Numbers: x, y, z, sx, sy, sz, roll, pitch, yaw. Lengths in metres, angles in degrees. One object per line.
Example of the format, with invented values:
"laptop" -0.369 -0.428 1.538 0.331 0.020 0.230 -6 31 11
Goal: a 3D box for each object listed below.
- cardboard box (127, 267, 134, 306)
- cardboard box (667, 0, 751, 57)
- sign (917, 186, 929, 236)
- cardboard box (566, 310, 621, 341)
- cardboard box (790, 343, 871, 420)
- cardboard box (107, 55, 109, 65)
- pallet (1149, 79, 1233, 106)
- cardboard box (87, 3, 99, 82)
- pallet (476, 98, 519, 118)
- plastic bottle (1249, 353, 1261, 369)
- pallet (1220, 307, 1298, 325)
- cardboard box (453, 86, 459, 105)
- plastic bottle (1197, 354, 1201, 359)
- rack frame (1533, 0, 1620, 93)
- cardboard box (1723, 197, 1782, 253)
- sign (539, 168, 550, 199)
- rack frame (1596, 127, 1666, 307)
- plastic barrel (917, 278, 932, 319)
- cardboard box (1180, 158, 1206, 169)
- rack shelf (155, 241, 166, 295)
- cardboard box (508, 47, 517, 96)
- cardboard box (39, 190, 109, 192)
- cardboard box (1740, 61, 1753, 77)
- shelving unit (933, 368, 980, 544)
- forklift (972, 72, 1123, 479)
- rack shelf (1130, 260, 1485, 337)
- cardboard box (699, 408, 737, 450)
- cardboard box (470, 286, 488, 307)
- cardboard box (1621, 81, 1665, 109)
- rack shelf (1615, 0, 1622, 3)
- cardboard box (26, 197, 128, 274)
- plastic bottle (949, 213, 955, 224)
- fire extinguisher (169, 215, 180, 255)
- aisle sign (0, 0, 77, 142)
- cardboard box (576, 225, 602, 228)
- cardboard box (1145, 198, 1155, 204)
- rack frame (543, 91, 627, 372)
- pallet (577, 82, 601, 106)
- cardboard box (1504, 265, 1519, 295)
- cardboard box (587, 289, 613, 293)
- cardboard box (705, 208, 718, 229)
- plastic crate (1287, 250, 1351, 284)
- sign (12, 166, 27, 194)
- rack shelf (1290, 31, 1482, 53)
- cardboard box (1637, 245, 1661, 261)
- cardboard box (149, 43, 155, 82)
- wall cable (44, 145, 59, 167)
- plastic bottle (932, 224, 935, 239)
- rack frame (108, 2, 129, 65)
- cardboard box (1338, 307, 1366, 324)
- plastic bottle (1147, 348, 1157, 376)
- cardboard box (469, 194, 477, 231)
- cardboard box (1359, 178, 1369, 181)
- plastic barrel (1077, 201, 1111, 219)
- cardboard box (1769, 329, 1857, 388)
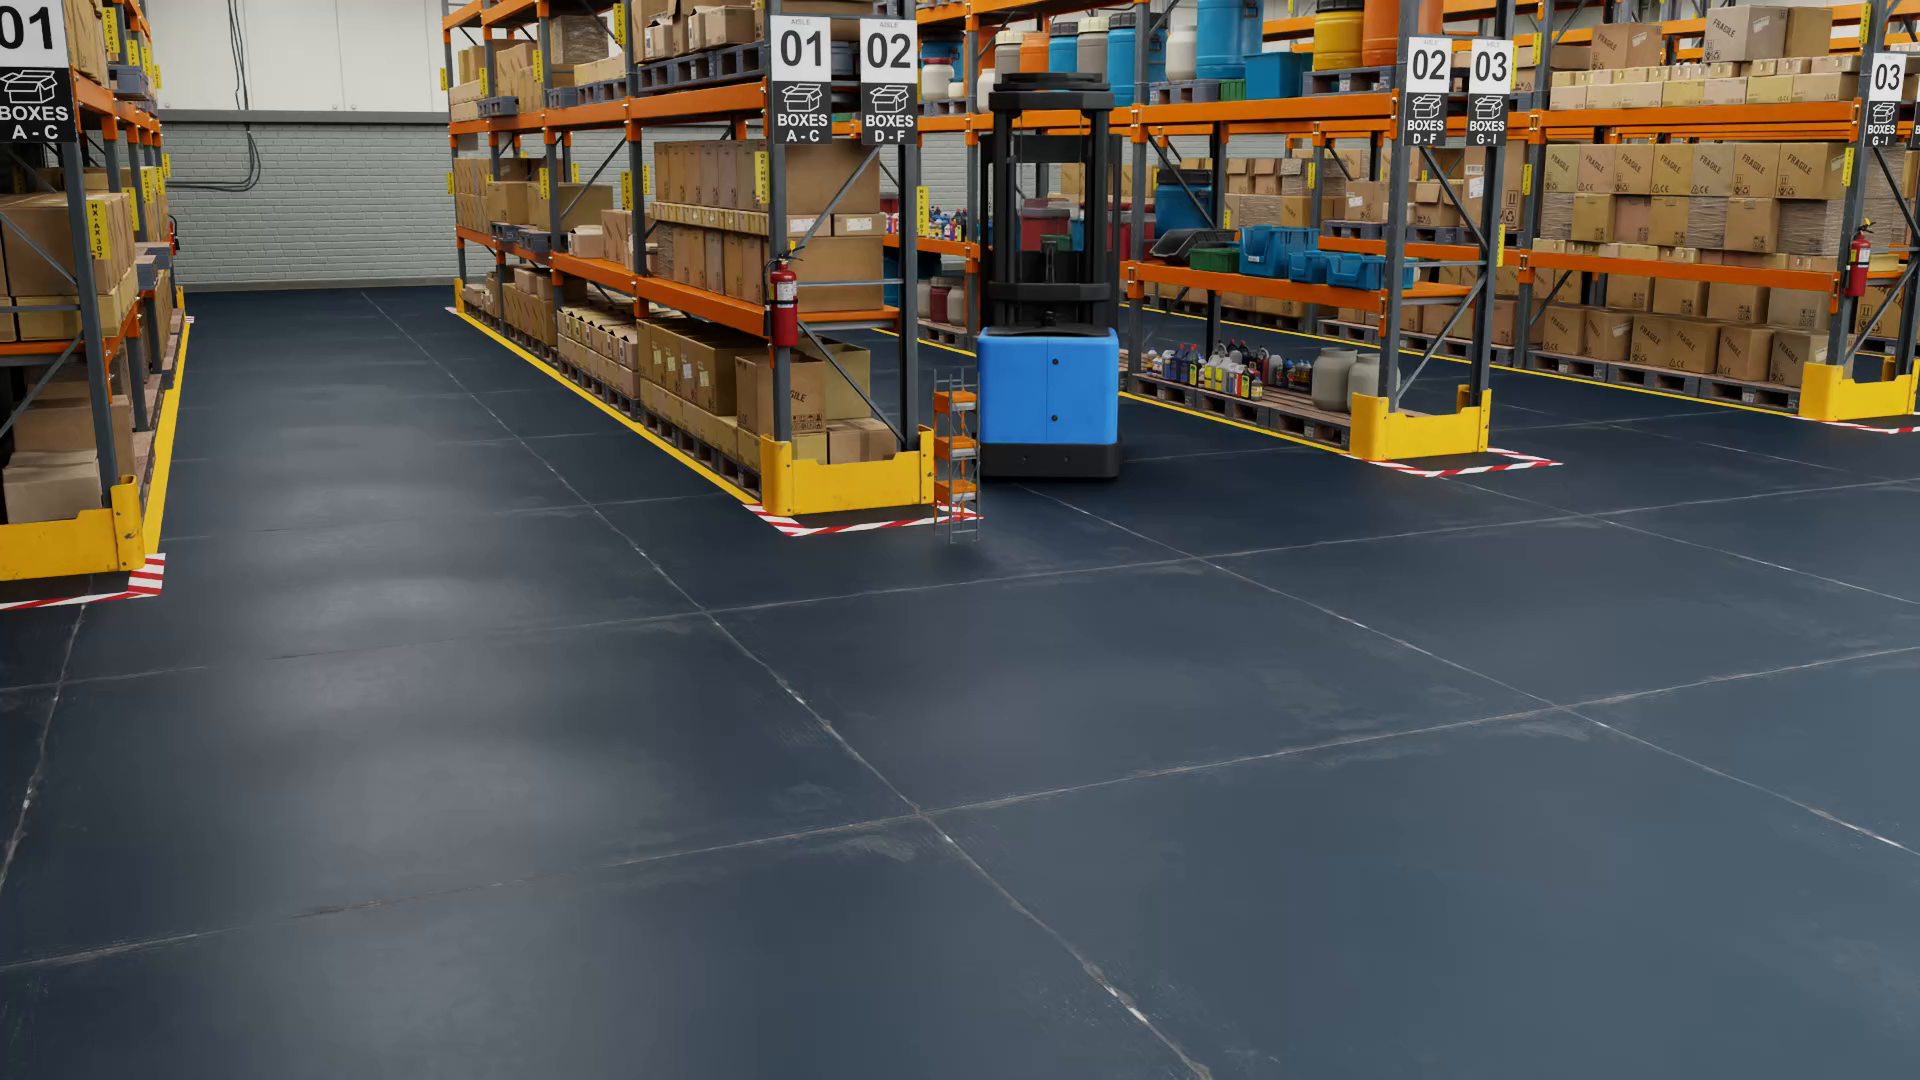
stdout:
"cardboard box" -6.033 -1.746 11.548 0.500 0.250 0.500 -6 14 -23
"cardboard box" -1.827 -3.967 12.733 0.797 0.503 0.637 -4 14 -17
"sign" -0.258 -2.217 11.199 0.100 0.325 0.005 -6 14 -23
"cardboard box" -3.815 -2.256 17.388 0.500 0.311 0.500 -6 14 -24
"cardboard box" -0.982 -1.172 12.284 0.500 0.500 0.500 -6 14 -23
"cardboard box" -8.754 -4.730 16.303 0.700 0.500 0.500 -7 15 -27
"pallet" 2.548 -4.210 15.672 1.213 0.211 1.003 -6 14 -23
"cardboard box" -5.839 -3.201 10.628 0.500 0.500 0.500 -5 14 -19
"pallet" -5.379 -5.415 20.880 1.213 0.211 1.003 -6 14 -23
"plastic bottle" 2.814 -1.643 15.867 0.061 0.283 0.133 -6 14 -23
"pallet" 4.373 -3.317 24.234 1.003 0.211 1.213 -6 14 -23
"cardboard box" -7.017 -6.411 23.990 0.500 0.250 0.500 -6 14 -23
"plastic bottle" 2.281 -1.642 15.888 0.097 0.271 0.097 0 13 0
"rack frame" 6.707 -6.351 17.852 1.000 3.000 0.127 -6 14 -23
"cardboard box" 7.804 -3.004 15.814 0.875 0.500 0.500 -6 14 -23
"sign" -4.467 -3.835 17.894 0.100 0.325 0.005 -6 14 -23
"rack frame" 9.690 -4.681 23.944 1.000 3.000 0.127 -6 14 -23
"plastic barrel" -0.405 -3.241 22.306 0.421 0.512 0.421 0 13 0
"cardboard box" 3.766 -5.487 24.978 0.797 0.503 0.637 -6 14 -24
"rack shelf" -9.312 -2.975 18.166 1.077 0.370 4.000 -6 14 -23
"cardboard box" -5.153 -5.703 20.332 0.600 0.600 0.600 -6 14 -24
"cardboard box" -8.065 -2.966 15.335 0.700 0.500 0.500 -7 15 -28
"cardboard box" 7.598 -4.436 15.681 0.380 0.149 0.250 -5 14 -22
"shelving unit" -0.021 -0.523 10.299 0.215 1.050 0.252 -6 14 -23
"forklift" 0.713 -2.155 13.180 1.130 2.935 3.031 1 13 3
"rack shelf" 2.970 -2.217 14.891 1.077 0.370 4.000 -6 14 -23
"cardboard box" -1.668 -0.862 12.608 0.500 0.250 0.500 -6 14 -23
"cardboard box" -6.820 -3.543 24.149 0.500 0.250 0.500 -6 14 -23
"cardboard box" 7.059 -4.488 16.787 0.500 0.250 0.500 -6 14 -25
"rack shelf" 7.508 -5.585 16.148 1.077 0.370 4.000 -6 14 -23
"cardboard box" -5.830 -2.003 10.997 0.500 0.500 0.500 -5 14 -21
"plastic bottle" -0.086 -4.265 22.421 0.152 0.276 0.135 -6 14 -23
"fire extinguisher" -11.353 -4.418 23.806 0.296 0.674 0.183 -6 14 -23
"aisle sign" -5.002 -2.538 8.918 0.394 0.787 0.004 -6 14 -23
"cardboard box" -3.868 -3.238 17.904 0.500 0.311 0.500 -5 14 -19
"cardboard box" 3.085 -5.220 25.945 0.500 0.250 0.500 -6 14 -24
"rack frame" -3.973 -3.360 18.236 1.000 3.000 0.127 -6 14 -23
"pallet" -3.169 -4.367 16.351 1.003 0.211 1.213 -5 14 -20
"cardboard box" 8.756 -3.996 25.595 0.500 0.500 0.500 -6 14 -25
"cardboard box" -4.519 -2.796 20.365 0.500 0.500 0.500 -6 14 -25
"cardboard box" -1.720 -2.454 12.661 0.380 0.149 0.250 -6 14 -24
"plastic crate" 3.042 -2.293 13.953 0.499 0.251 0.408 -6 14 -23
"sign" -9.018 -3.425 15.949 0.100 0.325 0.005 -6 14 -23
"rack shelf" 7.287 -8.492 28.705 1.077 0.370 4.000 -6 14 -23
"cardboard box" 7.131 -2.925 16.913 0.380 0.149 0.250 -6 14 -23
"cardboard box" -11.172 -6.445 22.429 0.500 0.500 0.500 -6 14 -23
"wall cable" -13.095 -5.239 24.100 0.084 1.984 1.851 -6 14 -23
"plastic bottle" -0.303 -3.929 21.133 0.097 0.201 0.097 0 13 0
"rack frame" -8.511 -5.835 15.623 1.000 3.000 0.127 -6 14 -23
"cardboard box" 5.392 -3.114 21.741 0.700 0.500 0.500 -6 15 -26
"plastic bottle" 1.895 -1.760 16.398 0.097 0.271 0.097 0 13 0
"cardboard box" -6.633 -4.633 23.513 0.500 0.500 0.500 -5 14 -22
"cardboard box" 7.230 -5.986 28.700 0.500 0.500 0.500 -6 14 -23
"plastic barrel" 1.519 -3.505 18.561 0.433 0.535 0.433 0 13 0
"cardboard box" 8.075 -1.719 15.756 0.500 0.500 0.500 -3 13 -13
